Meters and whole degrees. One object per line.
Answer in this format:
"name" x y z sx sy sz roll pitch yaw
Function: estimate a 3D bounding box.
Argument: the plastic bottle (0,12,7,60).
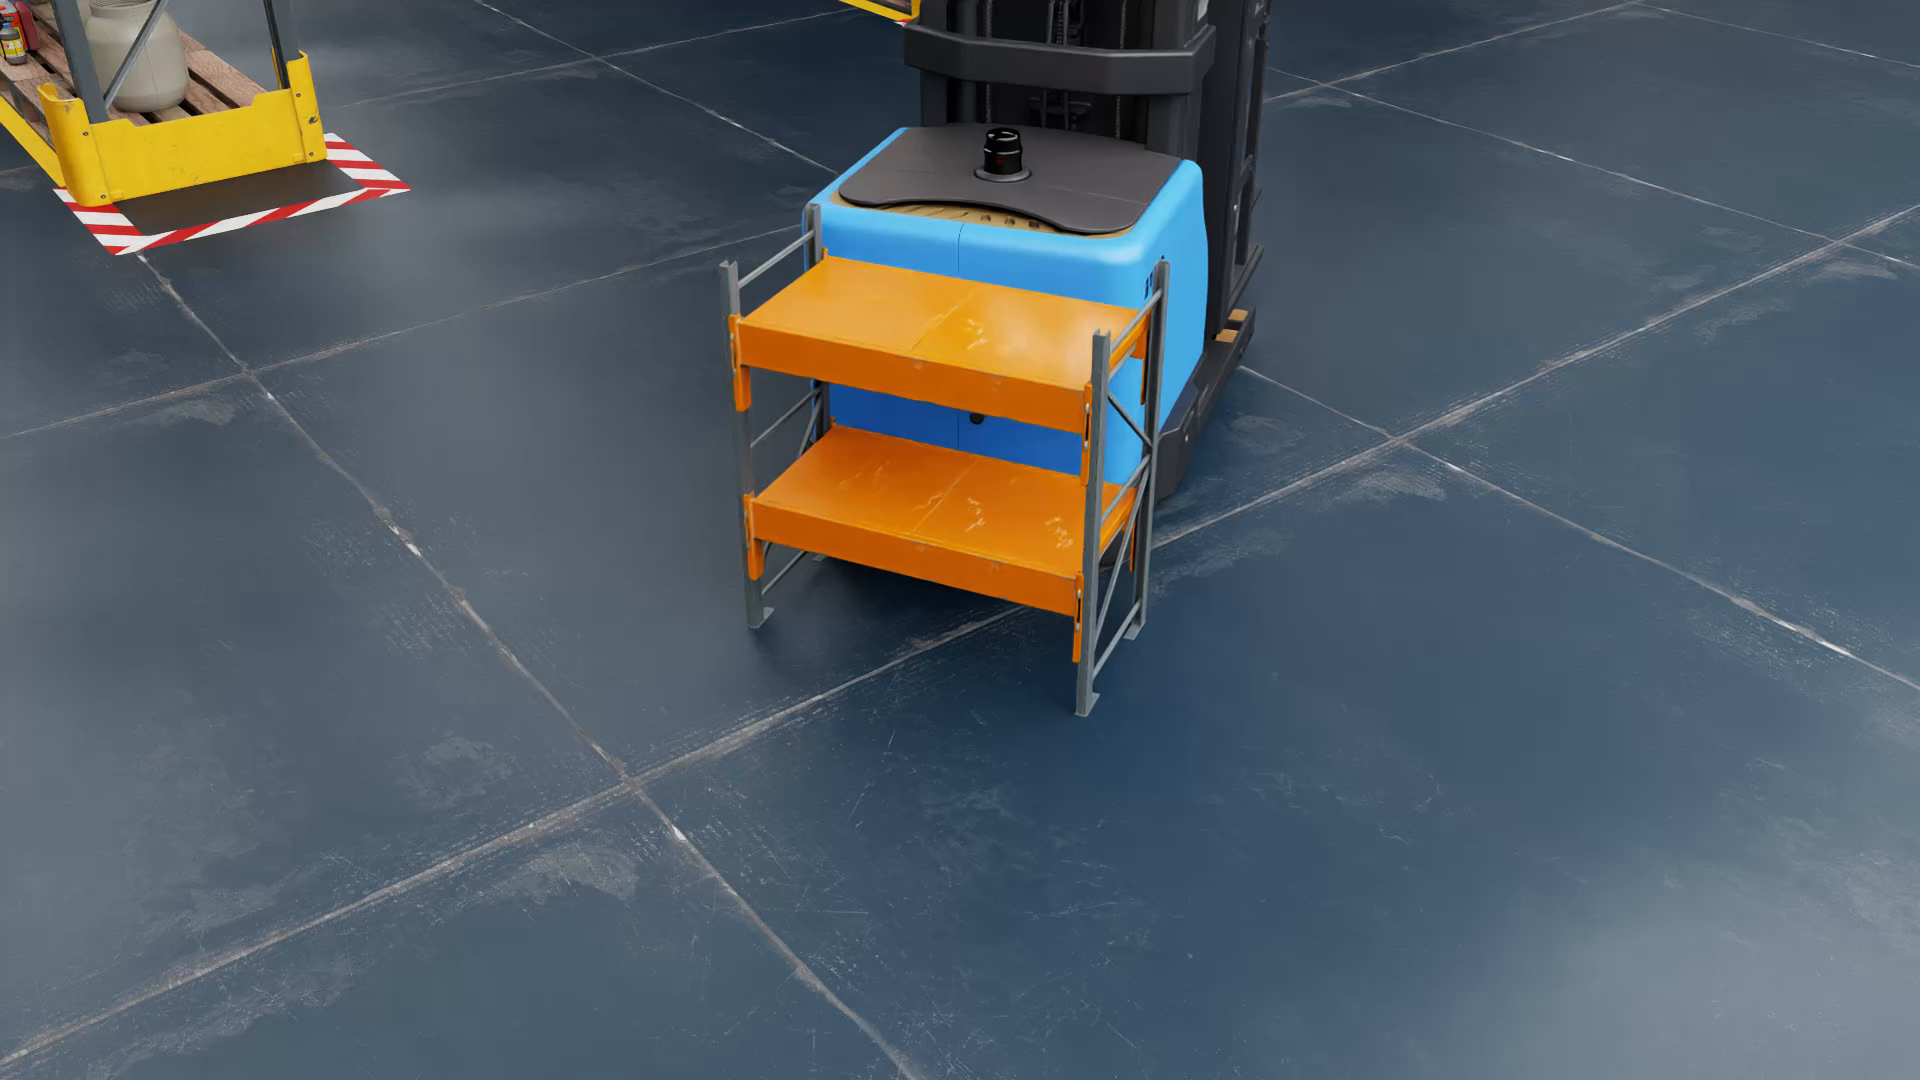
"plastic bottle" -5.190 -2.754 8.999 0.061 0.283 0.133 -21 38 -30

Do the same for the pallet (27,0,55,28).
"pallet" -5.705 -3.244 10.273 1.003 0.211 1.213 -22 38 -31

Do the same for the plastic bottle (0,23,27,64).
"plastic bottle" -5.104 -2.677 8.952 0.097 0.201 0.097 0 32 0

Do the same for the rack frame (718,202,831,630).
"rack frame" -0.502 -0.340 4.731 0.032 1.125 0.500 13 34 20

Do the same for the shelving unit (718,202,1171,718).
"shelving unit" -0.038 -0.231 4.555 1.048 1.125 0.538 13 34 20

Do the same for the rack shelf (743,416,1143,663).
"rack shelf" -0.038 -0.023 4.684 1.000 0.278 0.538 13 34 20

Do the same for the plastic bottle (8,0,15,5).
"plastic bottle" -5.358 -2.974 9.430 0.097 0.201 0.097 0 32 0

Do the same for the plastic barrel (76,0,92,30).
"plastic barrel" -4.403 -2.635 8.610 0.421 0.512 0.421 0 32 0

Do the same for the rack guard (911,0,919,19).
"rack guard" 0.234 -3.627 10.616 1.175 0.500 0.348 -22 38 -31

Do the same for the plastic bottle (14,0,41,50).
"plastic bottle" -5.153 -2.860 9.170 0.061 0.283 0.133 -22 38 -31

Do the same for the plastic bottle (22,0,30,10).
"plastic bottle" -5.439 -3.084 9.537 0.152 0.276 0.135 -22 38 -31

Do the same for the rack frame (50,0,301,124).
"rack frame" -3.631 -3.055 7.326 1.000 3.000 0.127 -22 38 -31

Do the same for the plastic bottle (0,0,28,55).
"plastic bottle" -5.237 -2.822 9.116 0.152 0.276 0.135 -22 38 -31

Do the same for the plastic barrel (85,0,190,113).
"plastic barrel" -4.095 -2.426 8.273 0.421 0.512 0.421 0 32 0

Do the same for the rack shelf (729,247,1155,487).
"rack shelf" -0.038 -0.479 4.401 1.000 0.278 0.538 13 34 20

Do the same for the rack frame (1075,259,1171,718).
"rack frame" 0.426 -0.121 4.379 0.032 1.125 0.500 13 34 20

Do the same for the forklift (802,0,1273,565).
"forklift" 0.502 -1.938 5.592 1.130 2.935 3.031 11 33 17

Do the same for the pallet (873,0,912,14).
"pallet" -0.236 -3.855 11.256 1.003 0.211 1.213 -22 38 -31
